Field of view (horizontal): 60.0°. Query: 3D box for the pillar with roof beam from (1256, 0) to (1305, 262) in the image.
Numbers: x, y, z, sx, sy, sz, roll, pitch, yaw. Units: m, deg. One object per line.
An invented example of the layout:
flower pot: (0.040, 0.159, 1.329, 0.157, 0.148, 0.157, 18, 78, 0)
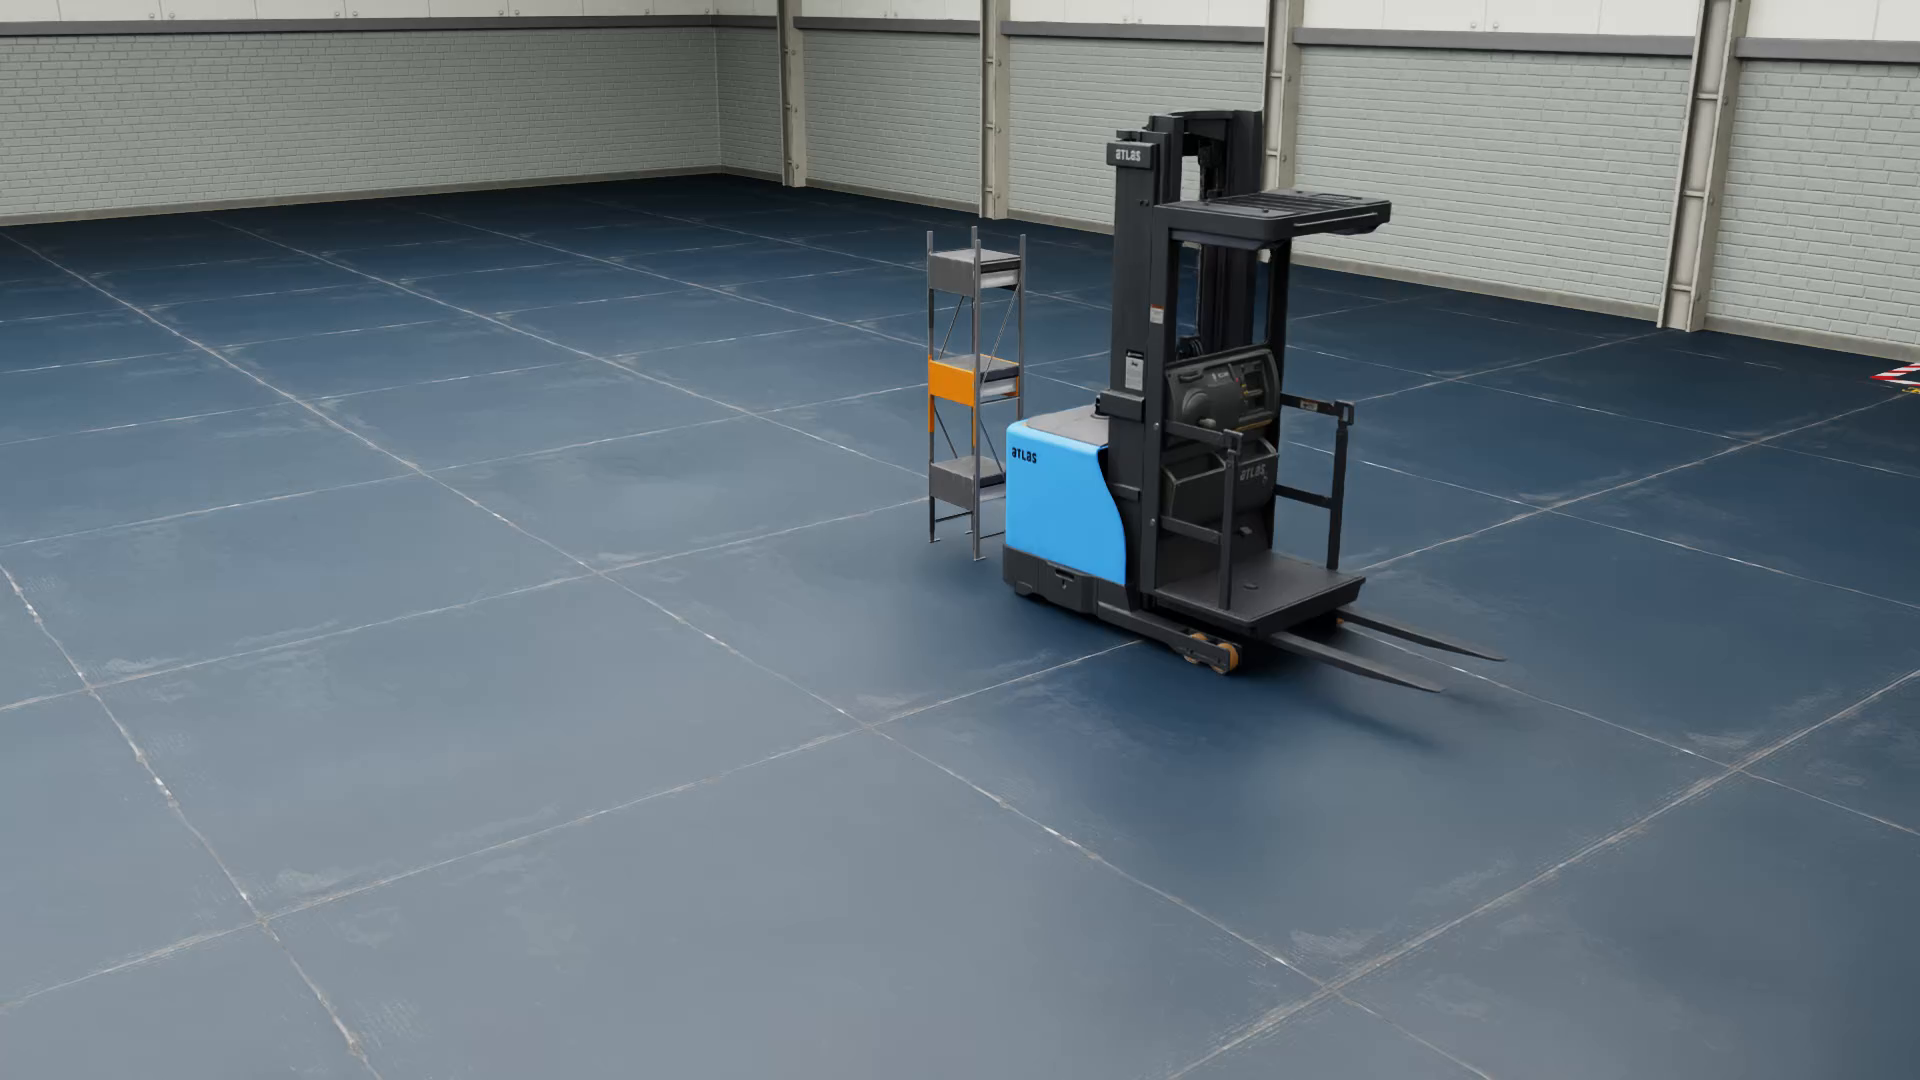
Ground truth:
pillar with roof beam: (0.909, -7.270, 19.001, 9.100, 9.000, 0.400, -14, 23, -36)

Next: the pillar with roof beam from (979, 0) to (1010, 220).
pillar with roof beam: (-2.817, -8.748, 23.466, 9.100, 9.000, 0.400, -14, 23, -36)

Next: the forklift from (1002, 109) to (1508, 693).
forklift: (1.629, -0.838, 9.232, 1.130, 2.935, 3.031, -16, 24, -40)

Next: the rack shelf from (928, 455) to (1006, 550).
rack shelf: (0.103, -0.279, 11.134, 0.431, 0.518, 0.480, -14, 23, -36)

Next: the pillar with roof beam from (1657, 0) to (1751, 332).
pillar with roof beam: (4.634, -5.791, 14.536, 9.100, 9.000, 0.400, -14, 23, -36)

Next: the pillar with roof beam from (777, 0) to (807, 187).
pillar with roof beam: (-6.542, -10.227, 27.931, 9.100, 9.000, 0.400, -14, 23, -36)

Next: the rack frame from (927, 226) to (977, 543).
rack frame: (-0.049, -1.016, 11.091, 0.400, 2.100, 0.015, -14, 23, -36)

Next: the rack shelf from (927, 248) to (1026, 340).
rack shelf: (0.103, -1.608, 10.693, 0.431, 0.518, 0.480, -14, 23, -36)

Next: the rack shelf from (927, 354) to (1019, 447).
rack shelf: (0.103, -0.943, 10.914, 0.431, 0.518, 0.480, -14, 23, -36)

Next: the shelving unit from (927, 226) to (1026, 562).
shelving unit: (0.103, -0.956, 10.909, 0.431, 2.100, 0.503, -14, 23, -36)

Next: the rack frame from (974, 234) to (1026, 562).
rack frame: (0.254, -0.896, 10.728, 0.400, 2.100, 0.015, -14, 23, -36)
